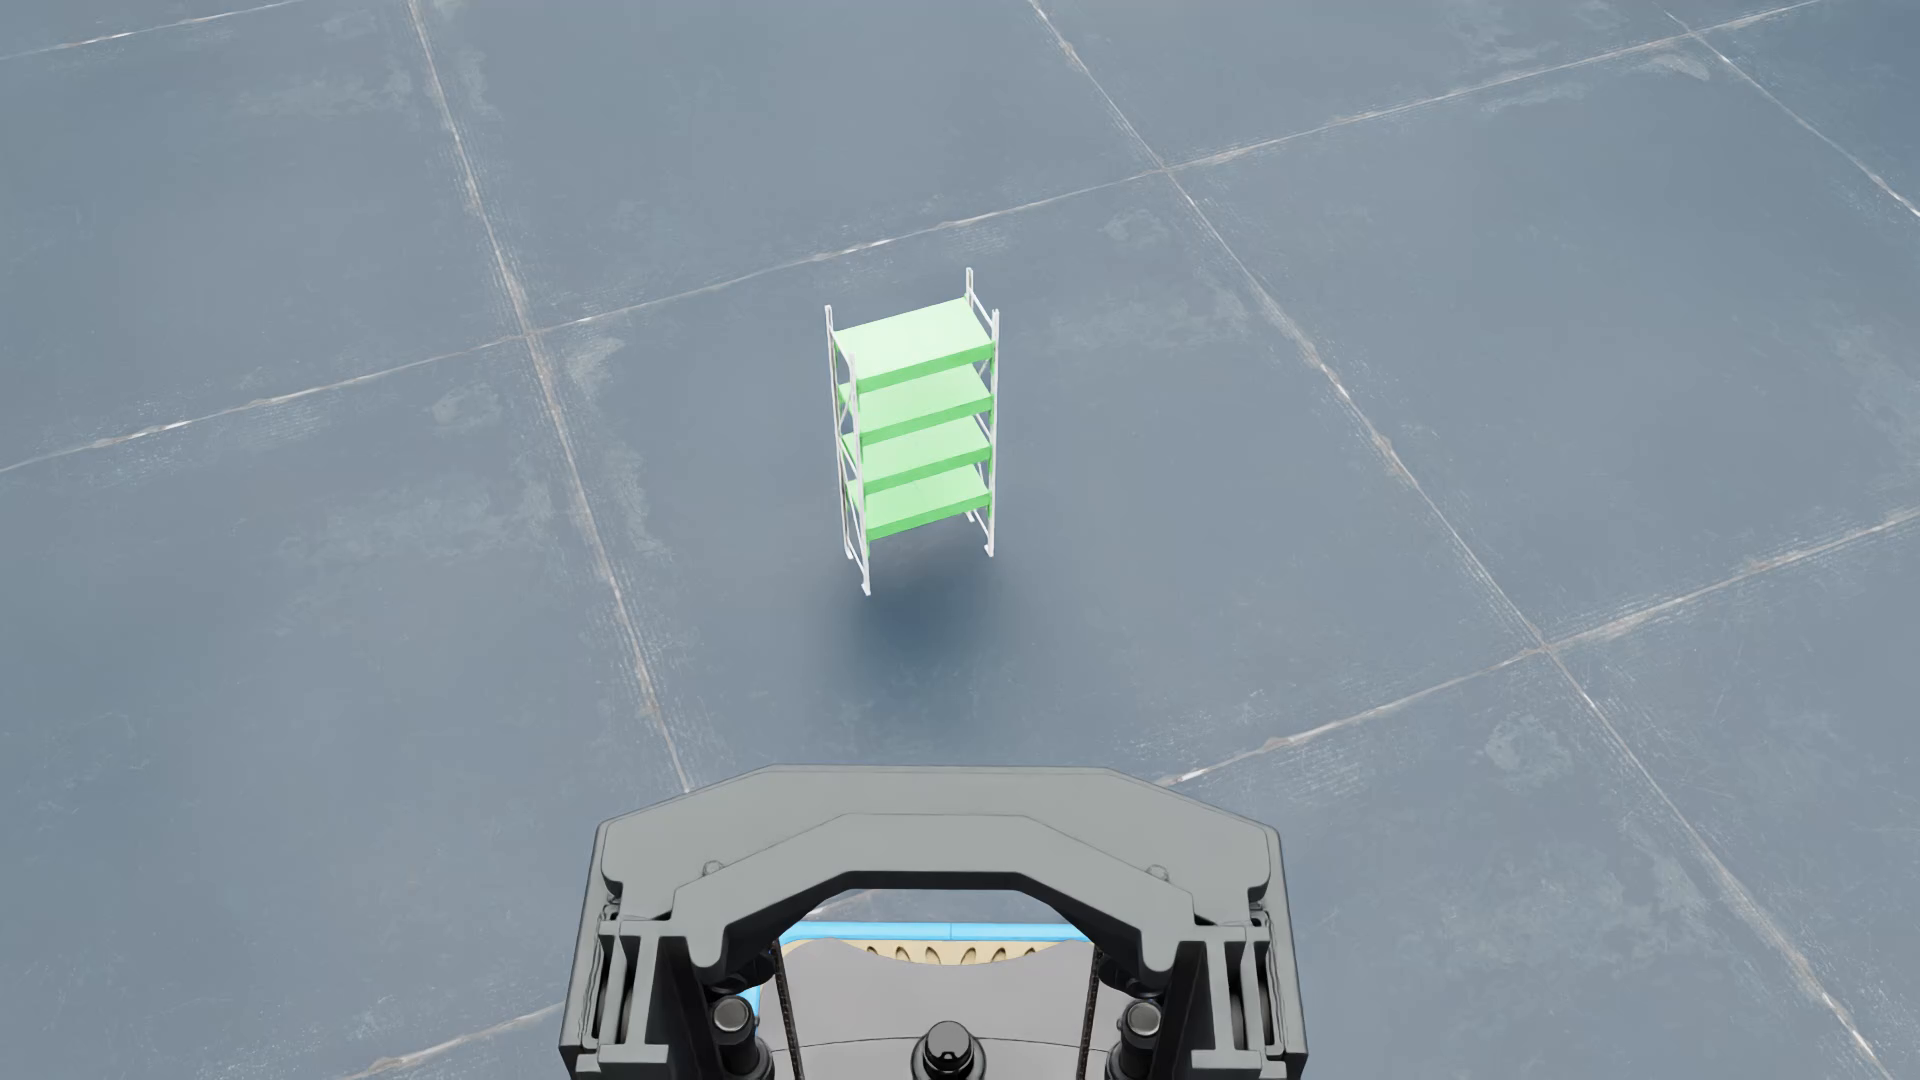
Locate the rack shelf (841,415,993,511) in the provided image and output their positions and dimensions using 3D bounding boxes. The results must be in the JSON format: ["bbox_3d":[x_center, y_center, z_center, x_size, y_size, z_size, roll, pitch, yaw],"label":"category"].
[{"bbox_3d":[-0.153,-0.302,5.803,0.480,0.148,0.258,-17,52,-14],"label":"rack shelf"}]

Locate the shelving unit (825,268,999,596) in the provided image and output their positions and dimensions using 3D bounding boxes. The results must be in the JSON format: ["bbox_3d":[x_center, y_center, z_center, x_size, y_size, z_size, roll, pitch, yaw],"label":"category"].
[{"bbox_3d":[-0.153,-0.343,5.754,0.503,1.200,0.258,-17,52,-14],"label":"shelving unit"}]

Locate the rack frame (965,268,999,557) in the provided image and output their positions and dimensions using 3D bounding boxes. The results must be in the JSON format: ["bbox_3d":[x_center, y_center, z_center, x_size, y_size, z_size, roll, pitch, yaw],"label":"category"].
[{"bbox_3d":[0.073,-0.413,5.814,0.015,1.200,0.240,-17,52,-14],"label":"rack frame"}]

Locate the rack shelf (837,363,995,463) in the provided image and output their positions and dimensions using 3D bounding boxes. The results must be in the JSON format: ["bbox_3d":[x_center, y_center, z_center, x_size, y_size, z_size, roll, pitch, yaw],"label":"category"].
[{"bbox_3d":[-0.153,-0.458,5.620,0.480,0.148,0.258,-17,52,-14],"label":"rack shelf"}]

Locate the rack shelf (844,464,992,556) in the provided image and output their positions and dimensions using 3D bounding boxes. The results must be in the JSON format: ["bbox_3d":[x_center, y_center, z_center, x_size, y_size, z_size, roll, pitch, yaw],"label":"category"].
[{"bbox_3d":[-0.153,-0.145,5.985,0.480,0.148,0.258,-17,52,-14],"label":"rack shelf"}]

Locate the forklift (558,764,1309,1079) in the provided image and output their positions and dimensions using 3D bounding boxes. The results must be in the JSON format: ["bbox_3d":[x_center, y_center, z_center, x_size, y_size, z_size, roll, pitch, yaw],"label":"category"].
[{"bbox_3d":[-0.038,1.799,2.773,1.130,2.935,3.031,0,49,0],"label":"forklift"}]

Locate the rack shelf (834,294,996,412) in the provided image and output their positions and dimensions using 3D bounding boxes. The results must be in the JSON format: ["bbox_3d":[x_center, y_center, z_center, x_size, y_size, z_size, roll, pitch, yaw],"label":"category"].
[{"bbox_3d":[-0.153,-0.615,5.438,0.480,0.148,0.258,-17,52,-14],"label":"rack shelf"}]

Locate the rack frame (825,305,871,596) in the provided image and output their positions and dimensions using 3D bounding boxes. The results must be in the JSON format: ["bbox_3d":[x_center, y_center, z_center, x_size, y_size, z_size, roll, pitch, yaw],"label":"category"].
[{"bbox_3d":[-0.379,-0.273,5.694,0.015,1.200,0.240,-17,52,-14],"label":"rack frame"}]
